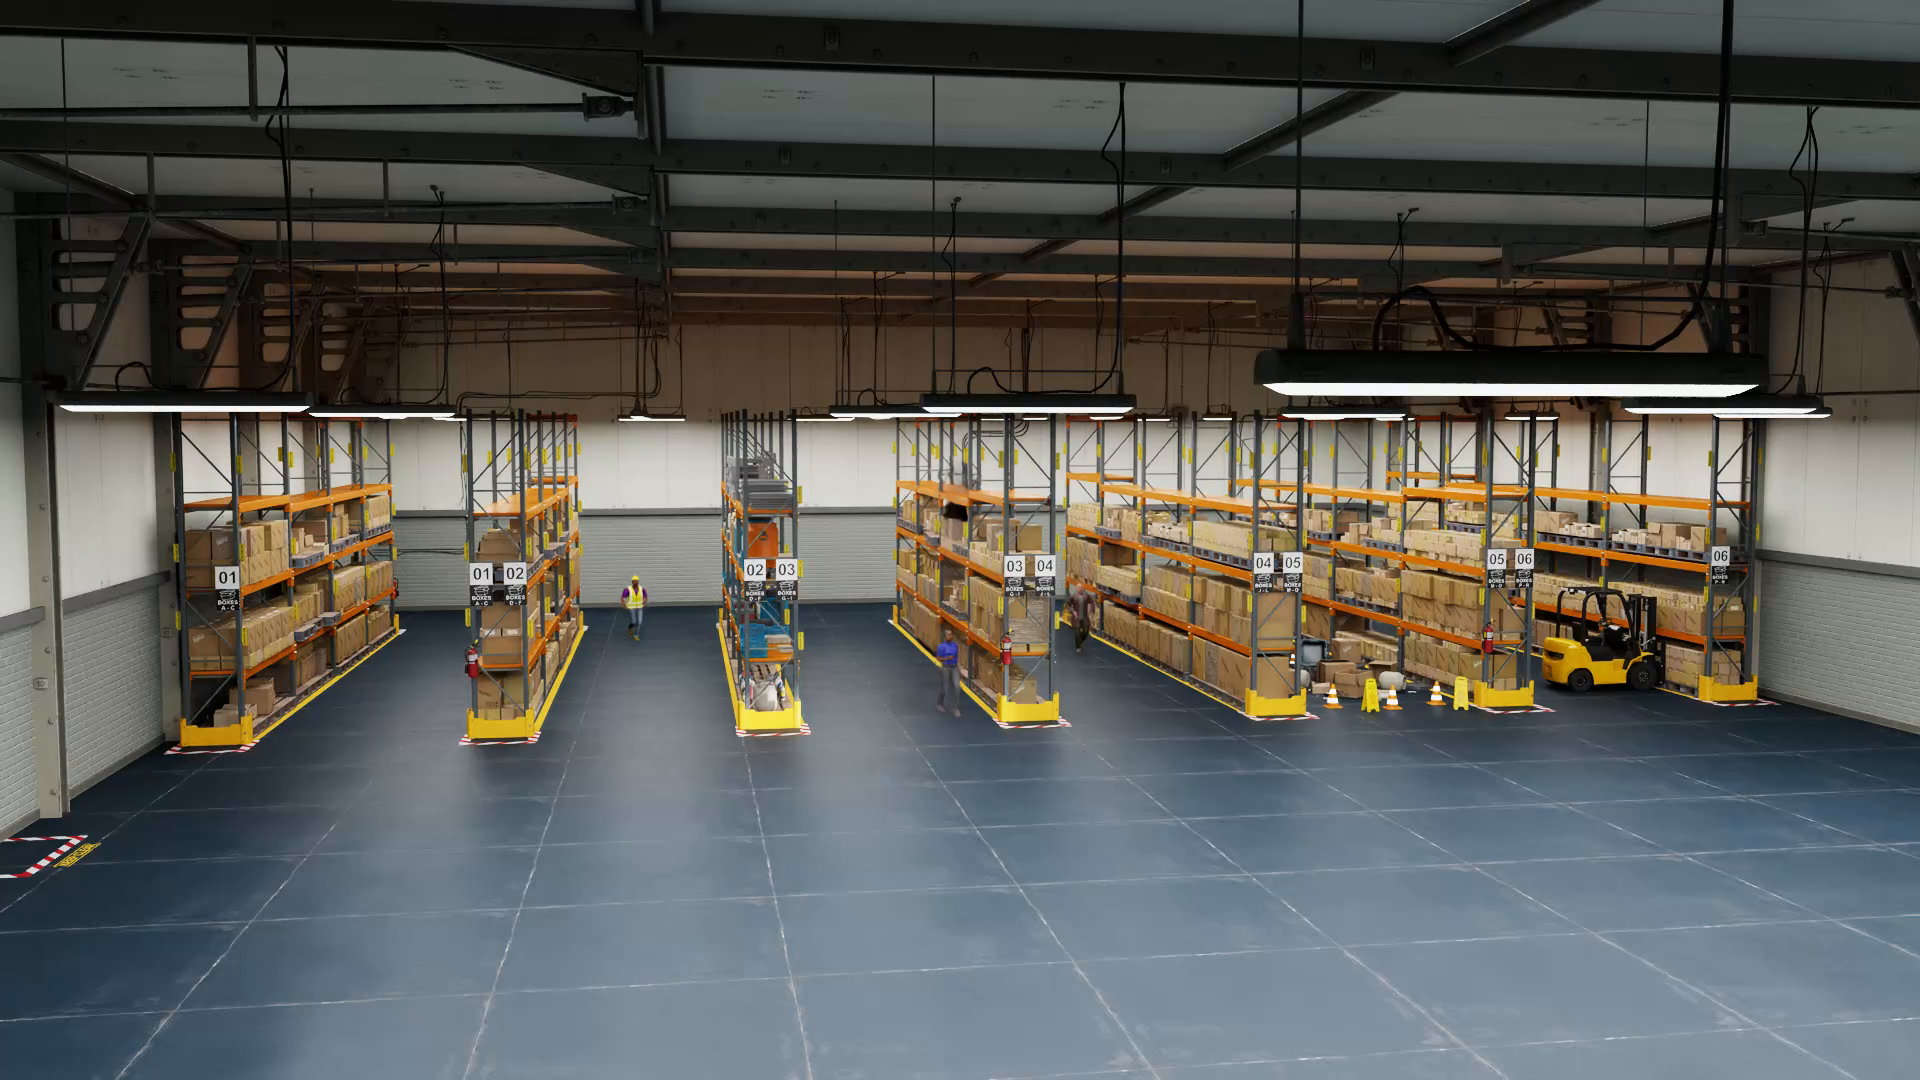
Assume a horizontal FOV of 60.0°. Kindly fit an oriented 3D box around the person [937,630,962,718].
[{"bbox_3d":[-0.222,2.610,32.656,0.564,1.705,0.752,-2,4,-26],"label":"person"}]

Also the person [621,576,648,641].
[{"bbox_3d":[-8.576,1.808,43.930,0.705,1.719,0.585,-2,4,-25],"label":"person"}]

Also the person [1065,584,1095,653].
[{"bbox_3d":[3.013,1.952,41.579,0.759,1.729,0.660,-1,4,-8],"label":"person"}]
